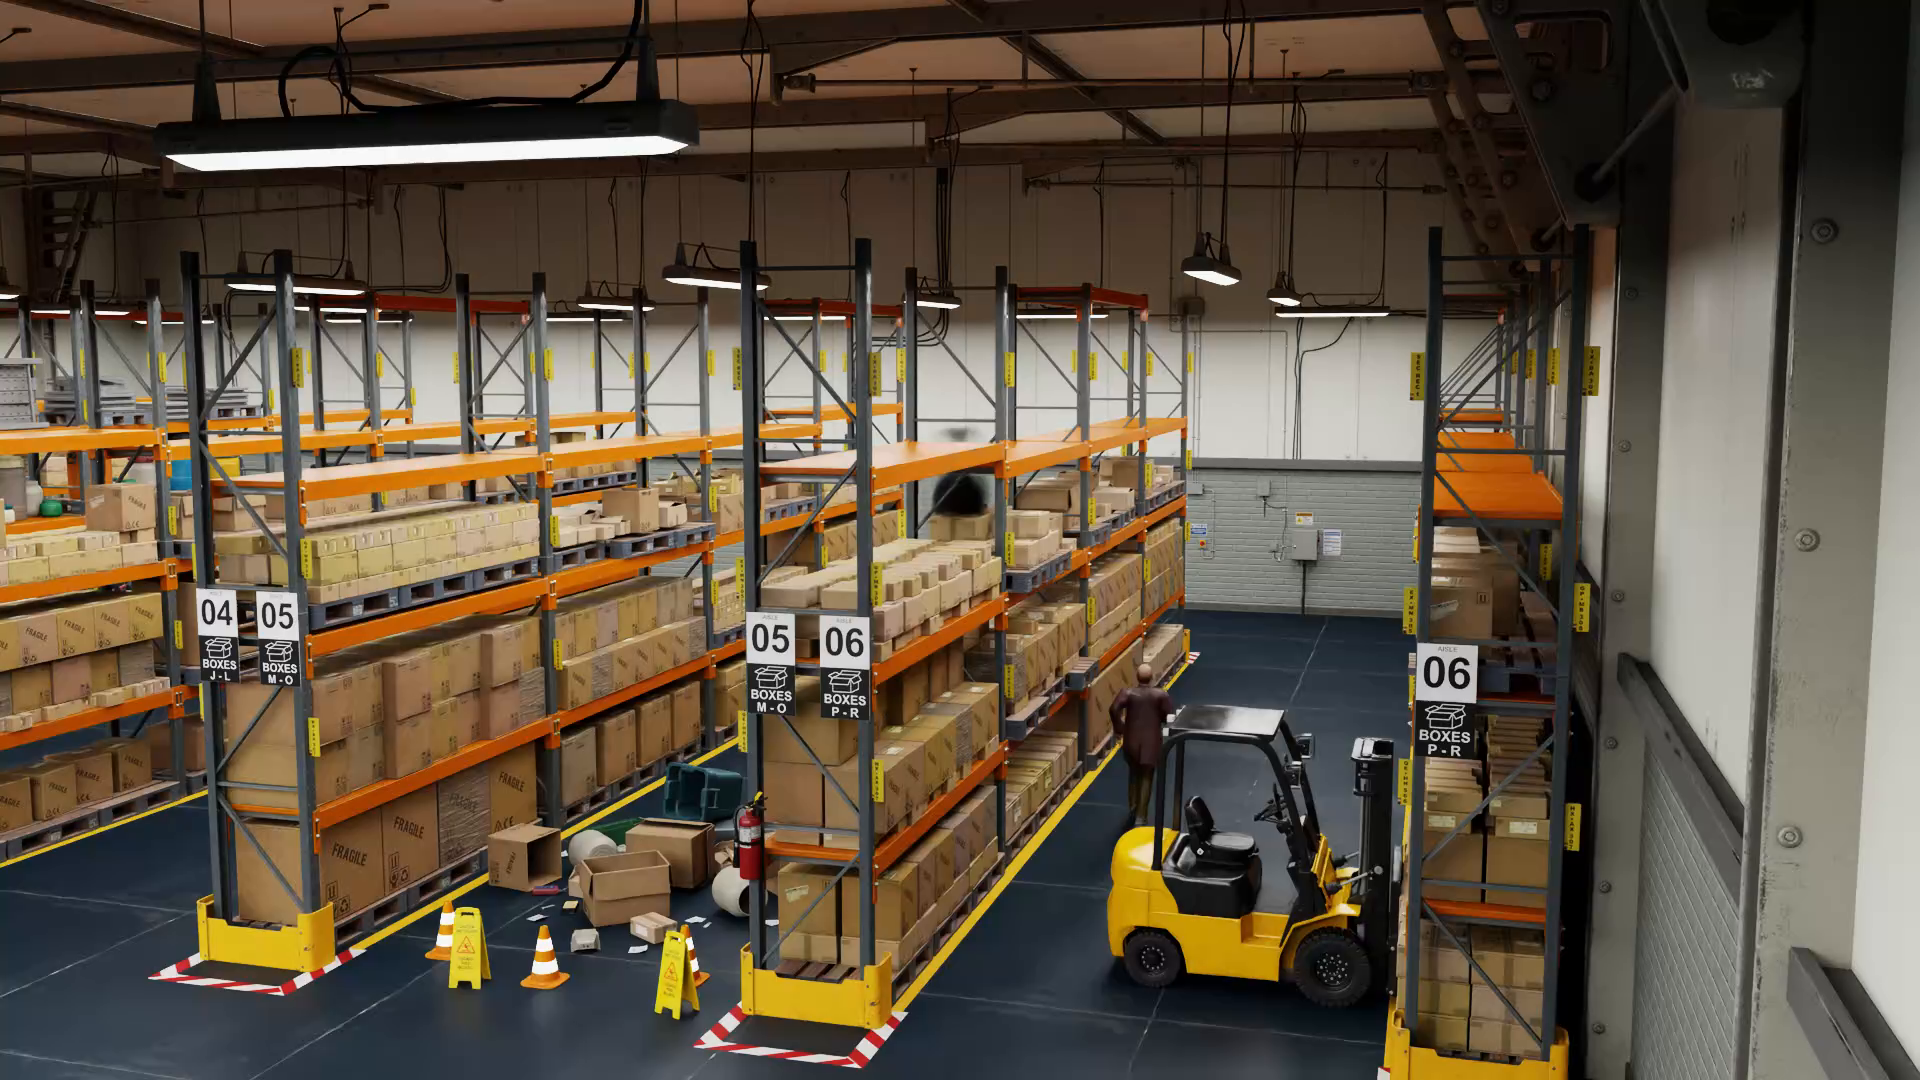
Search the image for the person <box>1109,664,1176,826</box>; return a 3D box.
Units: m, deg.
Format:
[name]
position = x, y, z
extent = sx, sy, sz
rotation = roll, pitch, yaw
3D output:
[person]
position = 2.012, 2.260, 18.187
extent = 0.686, 1.830, 0.834
rotation = 2, 7, 16
